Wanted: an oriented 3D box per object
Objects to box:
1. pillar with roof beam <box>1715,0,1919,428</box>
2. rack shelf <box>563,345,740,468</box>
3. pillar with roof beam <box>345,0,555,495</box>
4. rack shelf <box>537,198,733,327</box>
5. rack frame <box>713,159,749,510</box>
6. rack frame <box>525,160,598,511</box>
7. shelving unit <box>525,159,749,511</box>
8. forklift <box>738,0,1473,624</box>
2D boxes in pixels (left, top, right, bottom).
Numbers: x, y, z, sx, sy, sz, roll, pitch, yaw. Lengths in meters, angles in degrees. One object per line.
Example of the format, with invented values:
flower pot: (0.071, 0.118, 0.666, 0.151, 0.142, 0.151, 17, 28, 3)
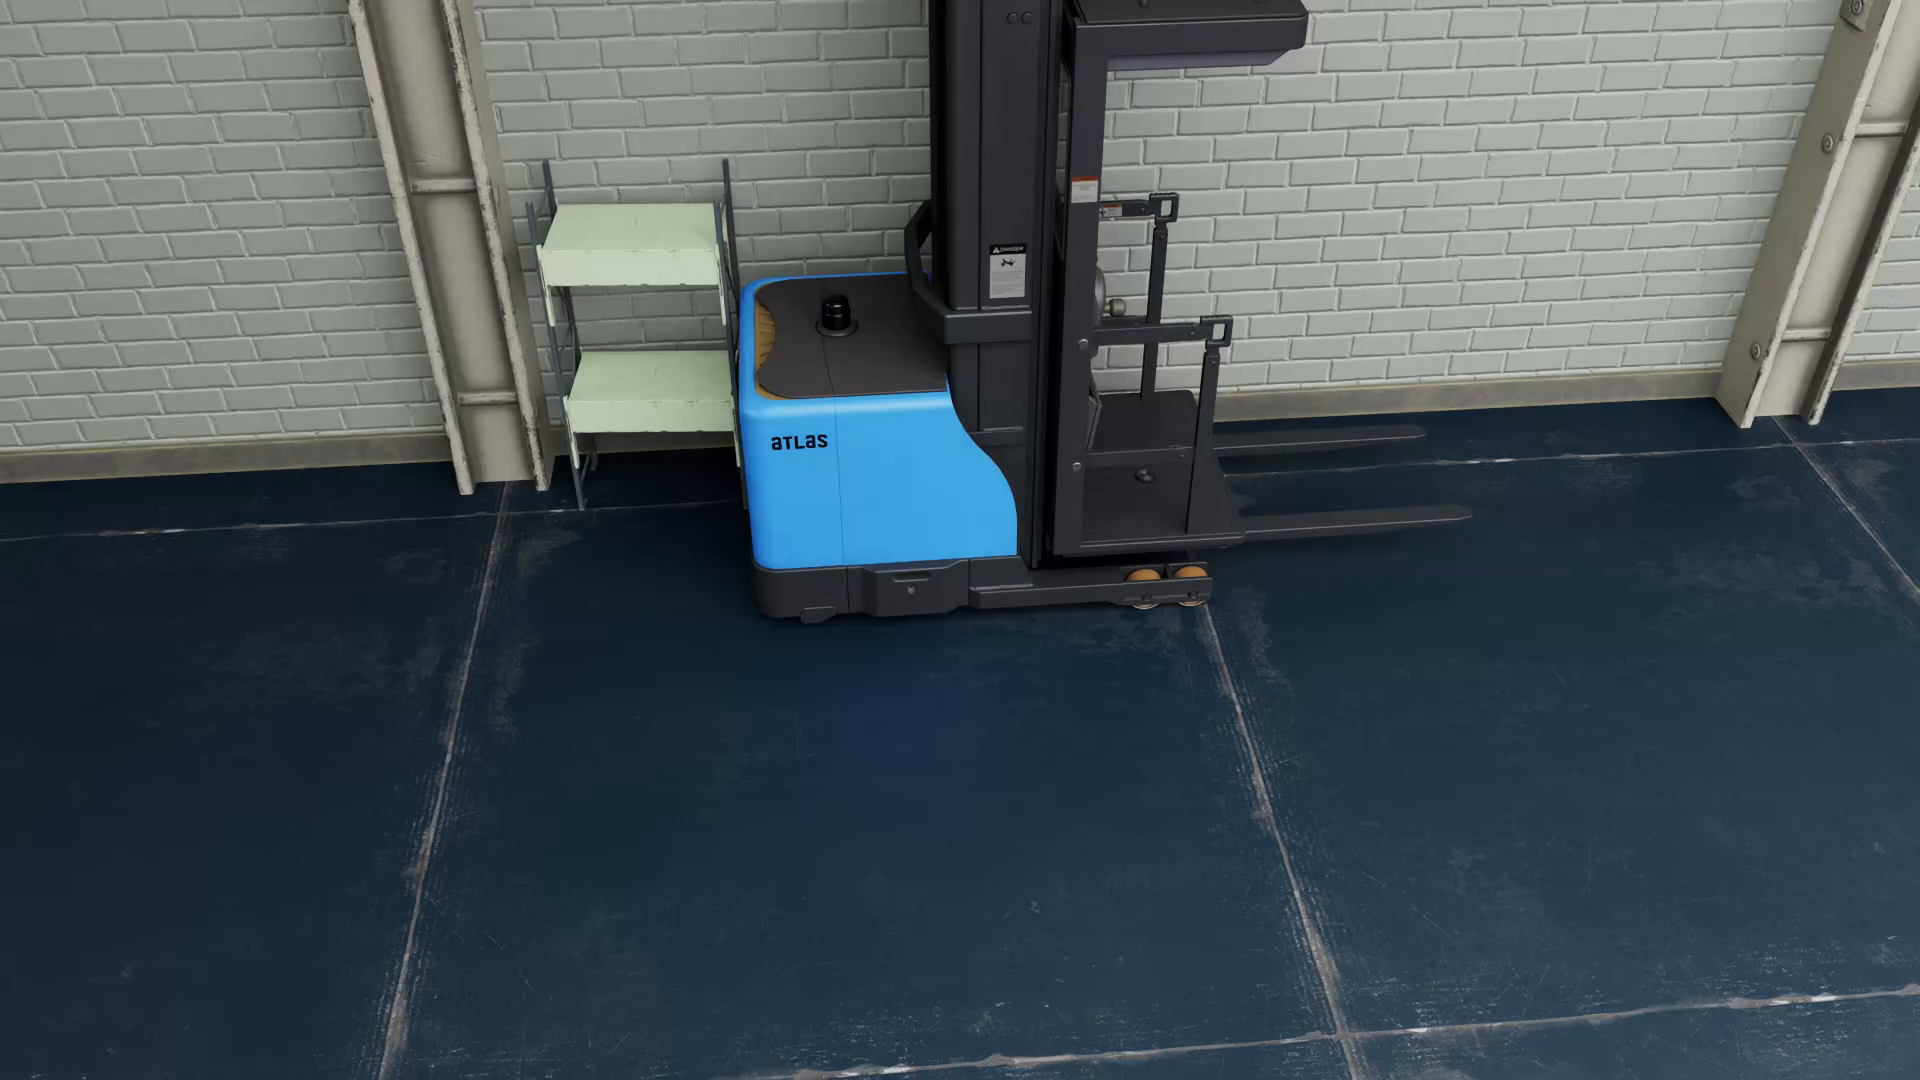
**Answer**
pillar with roof beam: (4.283, -1.516, 1.907, 0.400, 9.000, 9.100, -3, 38, -4)
rack shelf: (-1.323, -0.589, 7.312, 0.720, 0.370, 0.431, -1, 38, -1)
pillar with roof beam: (-1.694, -1.187, 1.490, 0.400, 9.000, 9.100, -3, 38, -4)
rack shelf: (-1.323, -1.151, 6.868, 0.720, 0.370, 0.431, -1, 38, -1)
rack frame: (-0.957, -0.848, 7.114, 0.023, 1.500, 0.400, -1, 38, -1)
rack frame: (-1.689, -0.841, 7.105, 0.023, 1.500, 0.400, -1, 38, -1)
shelving unit: (-1.323, -0.845, 7.110, 0.755, 1.500, 0.431, -1, 38, -1)
forklift: (0.627, -1.189, 6.391, 3.031, 2.935, 1.130, -4, 38, -4)
